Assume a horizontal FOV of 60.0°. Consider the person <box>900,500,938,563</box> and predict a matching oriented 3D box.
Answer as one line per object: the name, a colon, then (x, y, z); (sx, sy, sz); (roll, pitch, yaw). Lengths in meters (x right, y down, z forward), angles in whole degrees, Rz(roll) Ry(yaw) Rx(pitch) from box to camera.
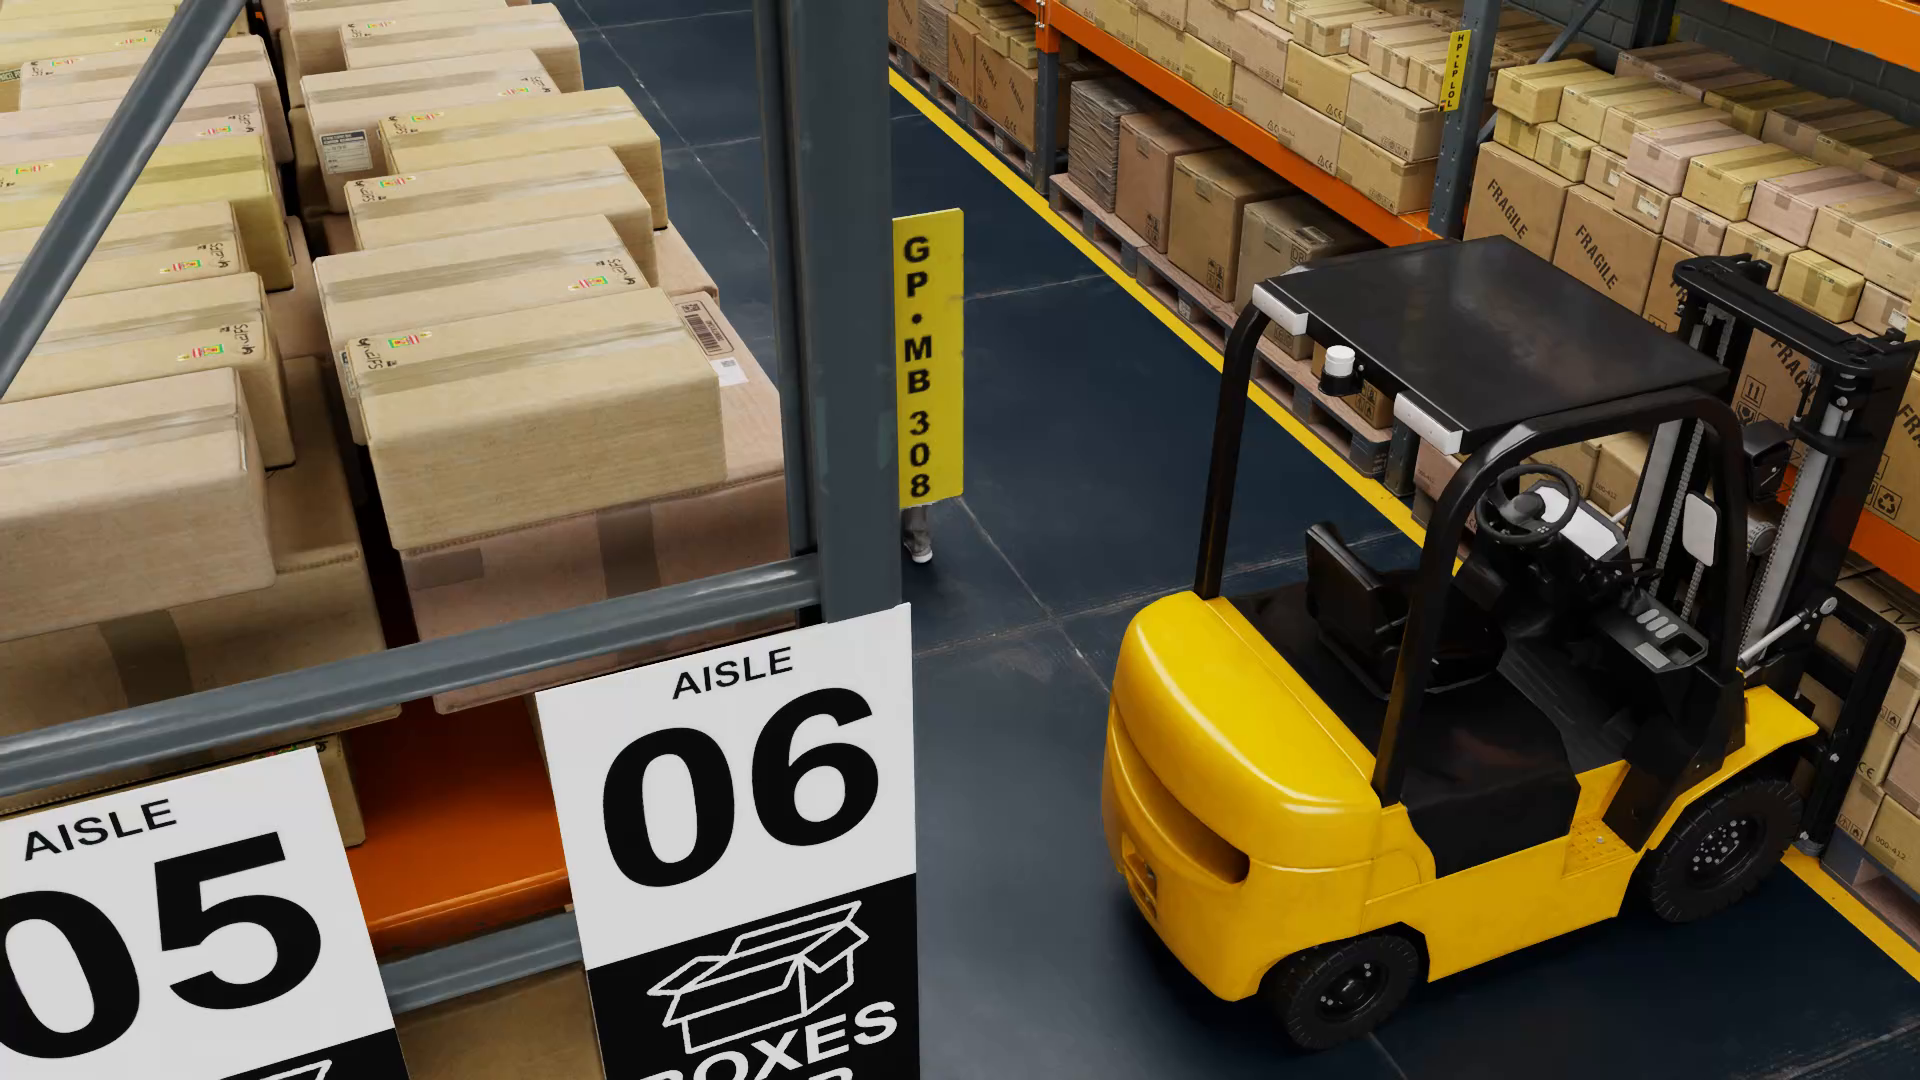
person: (-0.363, -0.278, 7.400); (0.421, 0.702, 0.858); (-14, 36, -20)
